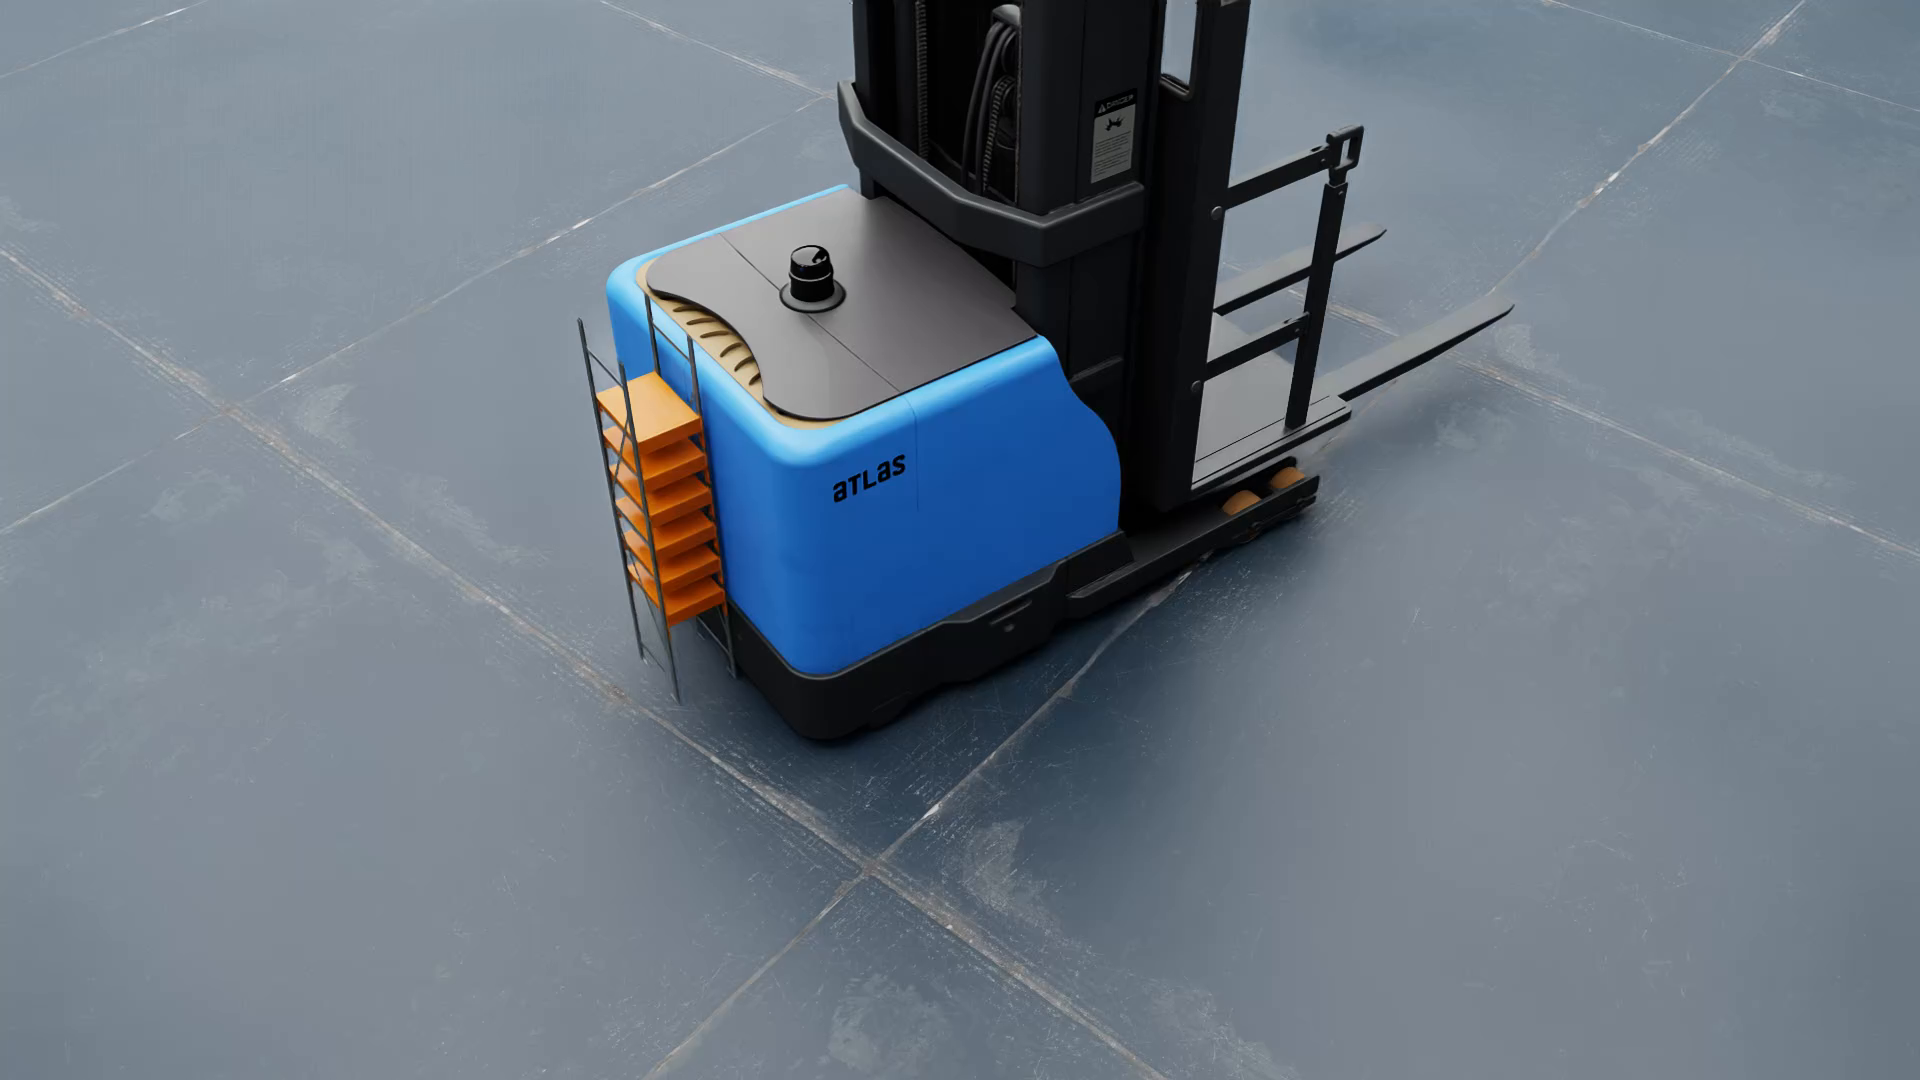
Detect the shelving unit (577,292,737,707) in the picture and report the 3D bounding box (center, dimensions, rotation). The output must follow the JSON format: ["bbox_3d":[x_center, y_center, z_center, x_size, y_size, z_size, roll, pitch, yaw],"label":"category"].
[{"bbox_3d":[-0.791,-0.071,4.437,0.189,1.200,0.258,-26,48,-26],"label":"shelving unit"}]

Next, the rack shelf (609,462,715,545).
[{"bbox_3d":[-0.791,-0.127,4.386,0.180,0.103,0.258,-26,48,-26],"label":"rack shelf"}]

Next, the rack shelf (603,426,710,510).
[{"bbox_3d":[-0.791,-0.216,4.305,0.180,0.103,0.258,-26,48,-26],"label":"rack shelf"}]

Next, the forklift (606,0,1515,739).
[{"bbox_3d":[0.526,-1.338,4.543,3.031,2.935,1.130,-26,48,-26],"label":"forklift"}]

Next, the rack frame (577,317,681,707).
[{"bbox_3d":[-0.865,-0.035,4.397,0.006,1.200,0.240,-26,48,-26],"label":"rack frame"}]

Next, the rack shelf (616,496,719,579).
[{"bbox_3d":[-0.791,-0.038,4.466,0.180,0.103,0.258,-26,48,-26],"label":"rack shelf"}]

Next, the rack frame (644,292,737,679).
[{"bbox_3d":[-0.716,-0.107,4.476,0.006,1.200,0.240,-26,48,-26],"label":"rack frame"}]

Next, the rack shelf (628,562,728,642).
[{"bbox_3d":[-0.791,0.139,4.628,0.180,0.103,0.258,-26,48,-26],"label":"rack shelf"}]

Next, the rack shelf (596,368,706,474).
[{"bbox_3d":[-0.791,-0.305,4.224,0.180,0.103,0.258,-26,48,-26],"label":"rack shelf"}]

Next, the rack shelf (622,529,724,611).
[{"bbox_3d":[-0.791,0.050,4.547,0.180,0.103,0.258,-26,48,-26],"label":"rack shelf"}]
